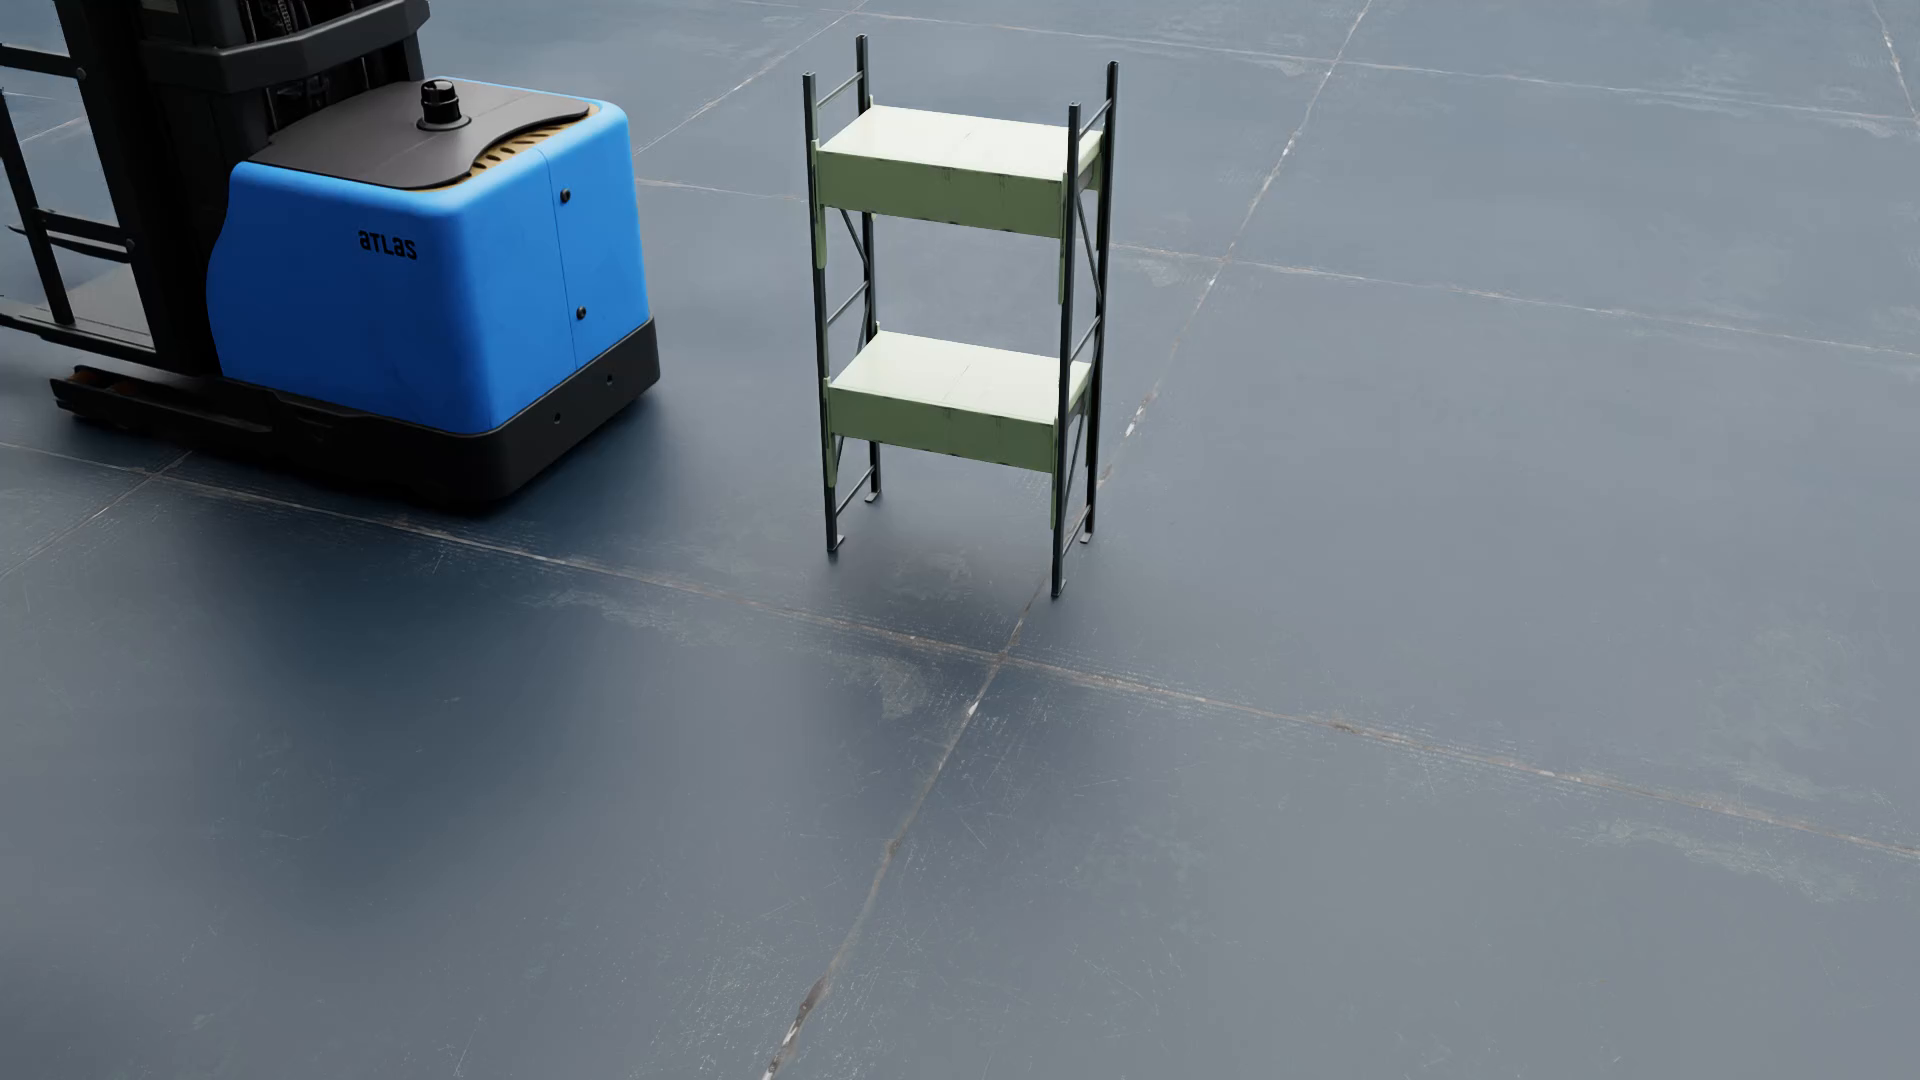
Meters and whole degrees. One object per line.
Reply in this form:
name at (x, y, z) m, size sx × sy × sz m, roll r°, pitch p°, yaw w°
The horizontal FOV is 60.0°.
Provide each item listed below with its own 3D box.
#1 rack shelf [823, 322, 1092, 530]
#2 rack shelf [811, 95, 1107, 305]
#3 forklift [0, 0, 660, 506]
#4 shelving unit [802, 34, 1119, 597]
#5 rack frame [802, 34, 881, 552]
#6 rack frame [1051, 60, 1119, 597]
rack shelf at (0.006, -0.355, 5.018) m, size 0.720 × 0.370 × 0.431 m, roll 11°, pitch 34°, yaw 16°
rack shelf at (0.006, -0.957, 4.630) m, size 0.720 × 0.370 × 0.431 m, roll 11°, pitch 34°, yaw 16°
forklift at (-2.650, -1.866, 5.439) m, size 3.031 × 2.935 × 1.130 m, roll 14°, pitch 35°, yaw 20°
shelving unit at (0.006, -0.629, 4.841) m, size 0.755 × 1.500 × 0.431 m, roll 11°, pitch 34°, yaw 16°
rack frame at (-0.338, -0.696, 4.945) m, size 0.023 × 1.500 × 0.400 m, roll 11°, pitch 34°, yaw 16°
rack frame at (0.351, -0.562, 4.738) m, size 0.023 × 1.500 × 0.400 m, roll 11°, pitch 34°, yaw 16°
